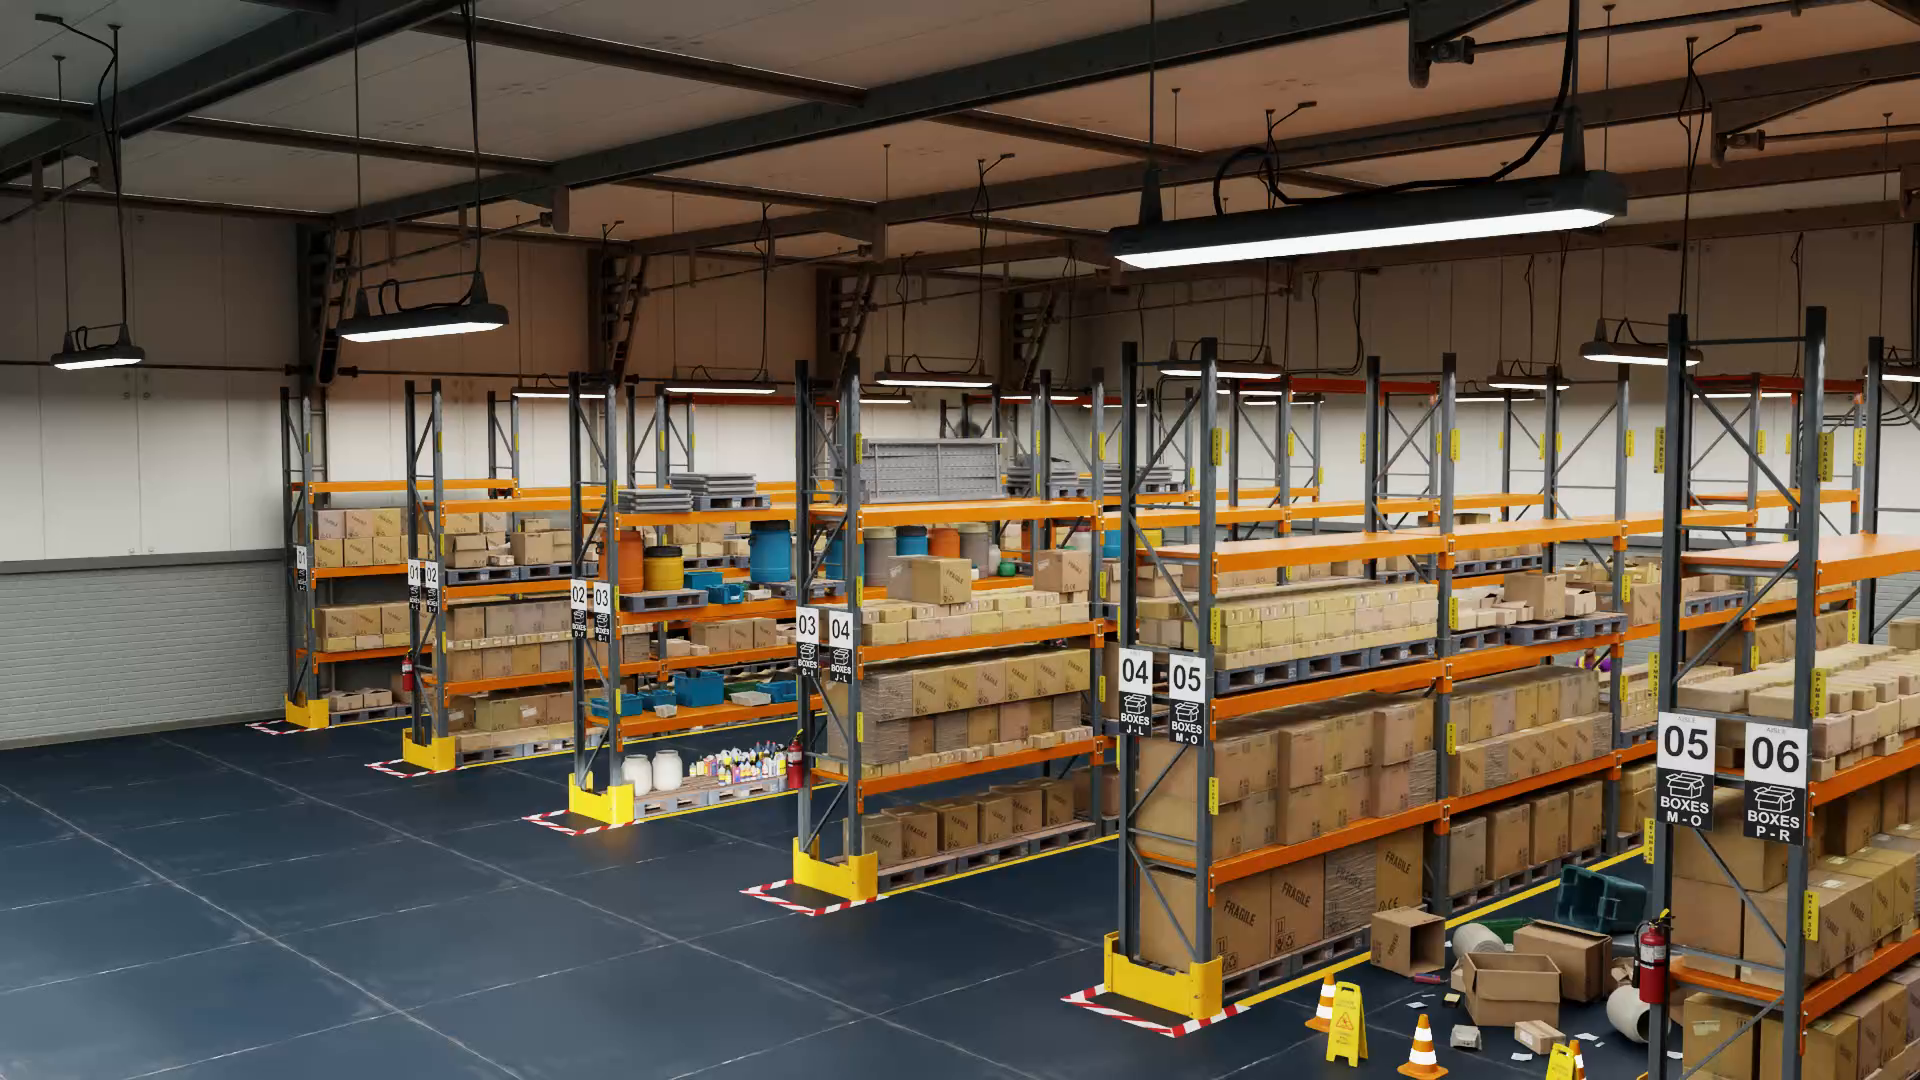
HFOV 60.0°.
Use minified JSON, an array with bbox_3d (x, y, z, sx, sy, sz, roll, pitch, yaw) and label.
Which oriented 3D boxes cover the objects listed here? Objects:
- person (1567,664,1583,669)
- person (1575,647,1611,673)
[{"bbox_3d":[8.999,2.721,24.408,0.969,1.800,0.669,-3,5,-38],"label":"person"},{"bbox_3d":[10.524,2.533,27.755,0.710,1.707,0.598,3,5,38],"label":"person"}]
